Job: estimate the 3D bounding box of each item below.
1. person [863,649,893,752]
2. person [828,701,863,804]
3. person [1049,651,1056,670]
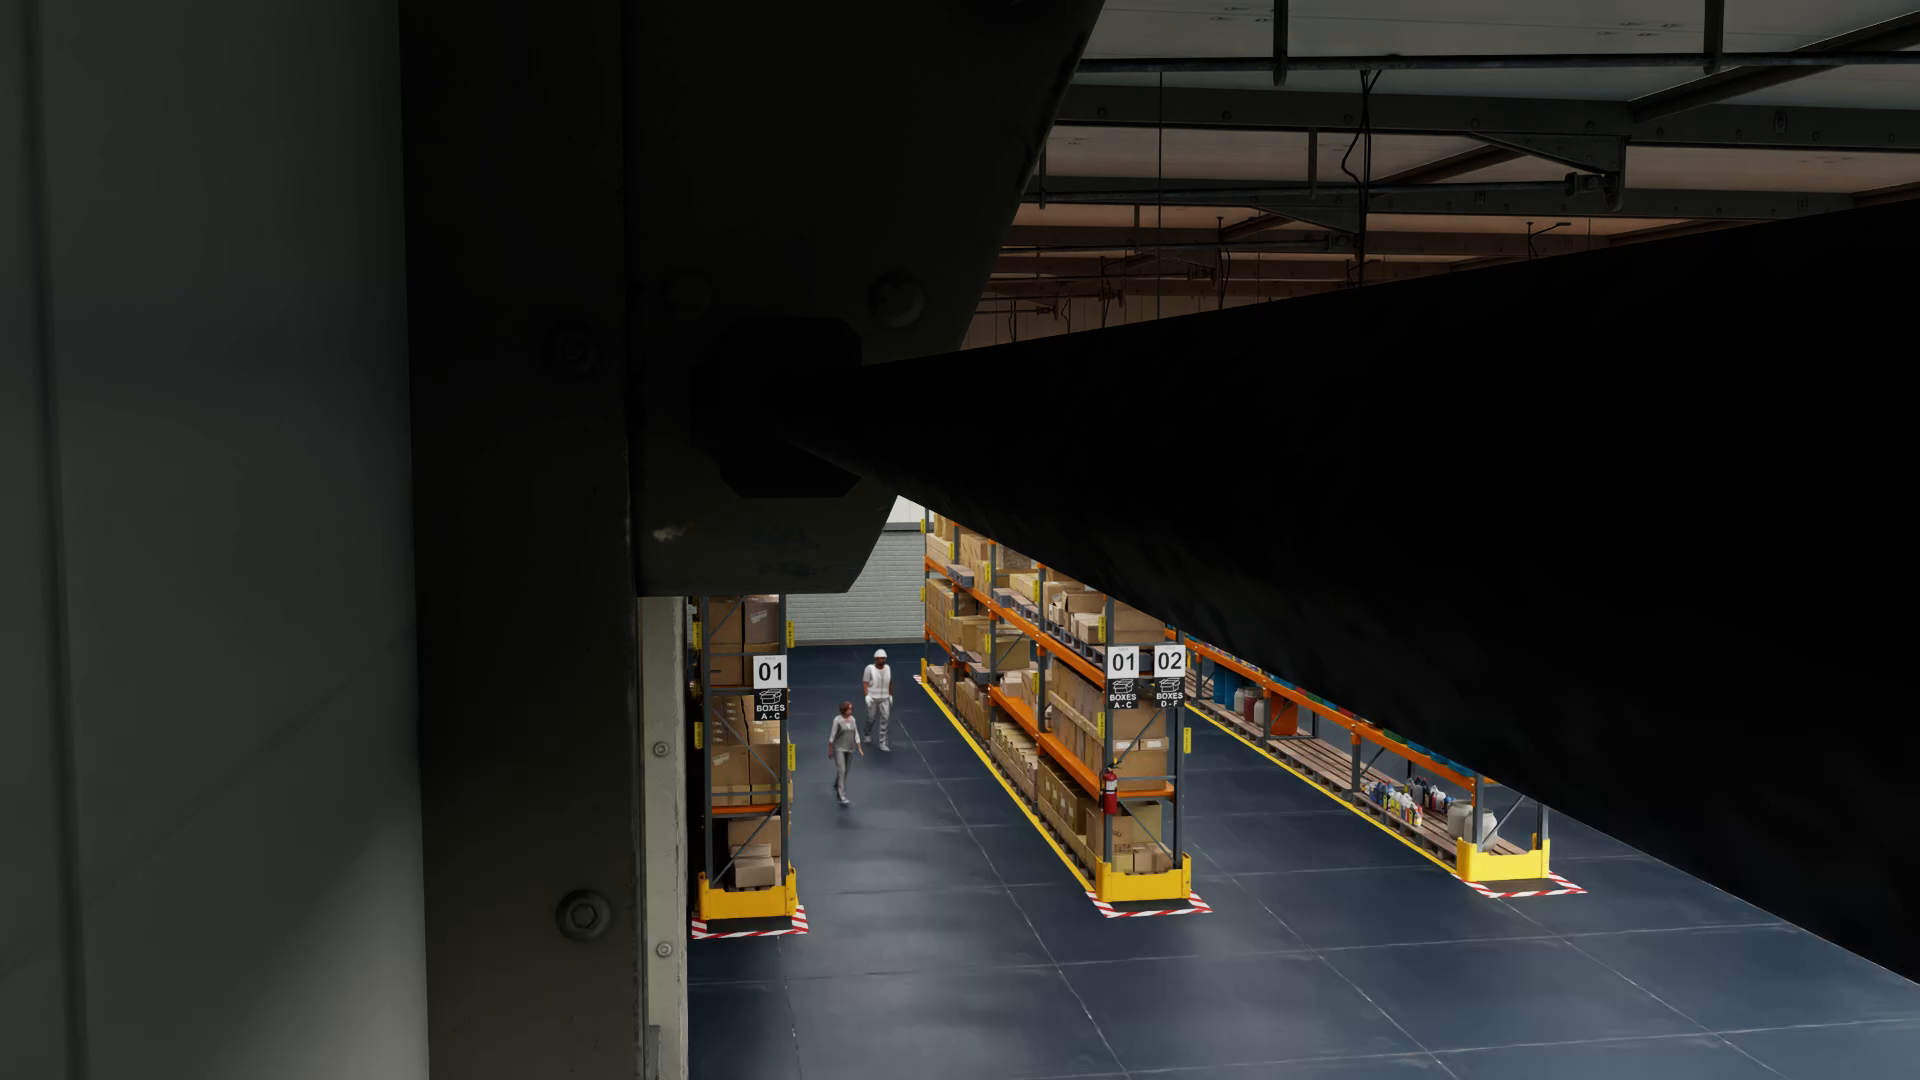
[{"bbox_3d":[-1.441,2.844,29.764,0.668,1.768,0.821,-3,6,-32],"label":"person"},{"bbox_3d":[-1.803,3.278,25.865,0.499,1.554,0.834,-4,6,-36],"label":"person"},{"bbox_3d":[2.178,2.262,36.727,0.530,1.667,0.733,2,6,26],"label":"person"}]
